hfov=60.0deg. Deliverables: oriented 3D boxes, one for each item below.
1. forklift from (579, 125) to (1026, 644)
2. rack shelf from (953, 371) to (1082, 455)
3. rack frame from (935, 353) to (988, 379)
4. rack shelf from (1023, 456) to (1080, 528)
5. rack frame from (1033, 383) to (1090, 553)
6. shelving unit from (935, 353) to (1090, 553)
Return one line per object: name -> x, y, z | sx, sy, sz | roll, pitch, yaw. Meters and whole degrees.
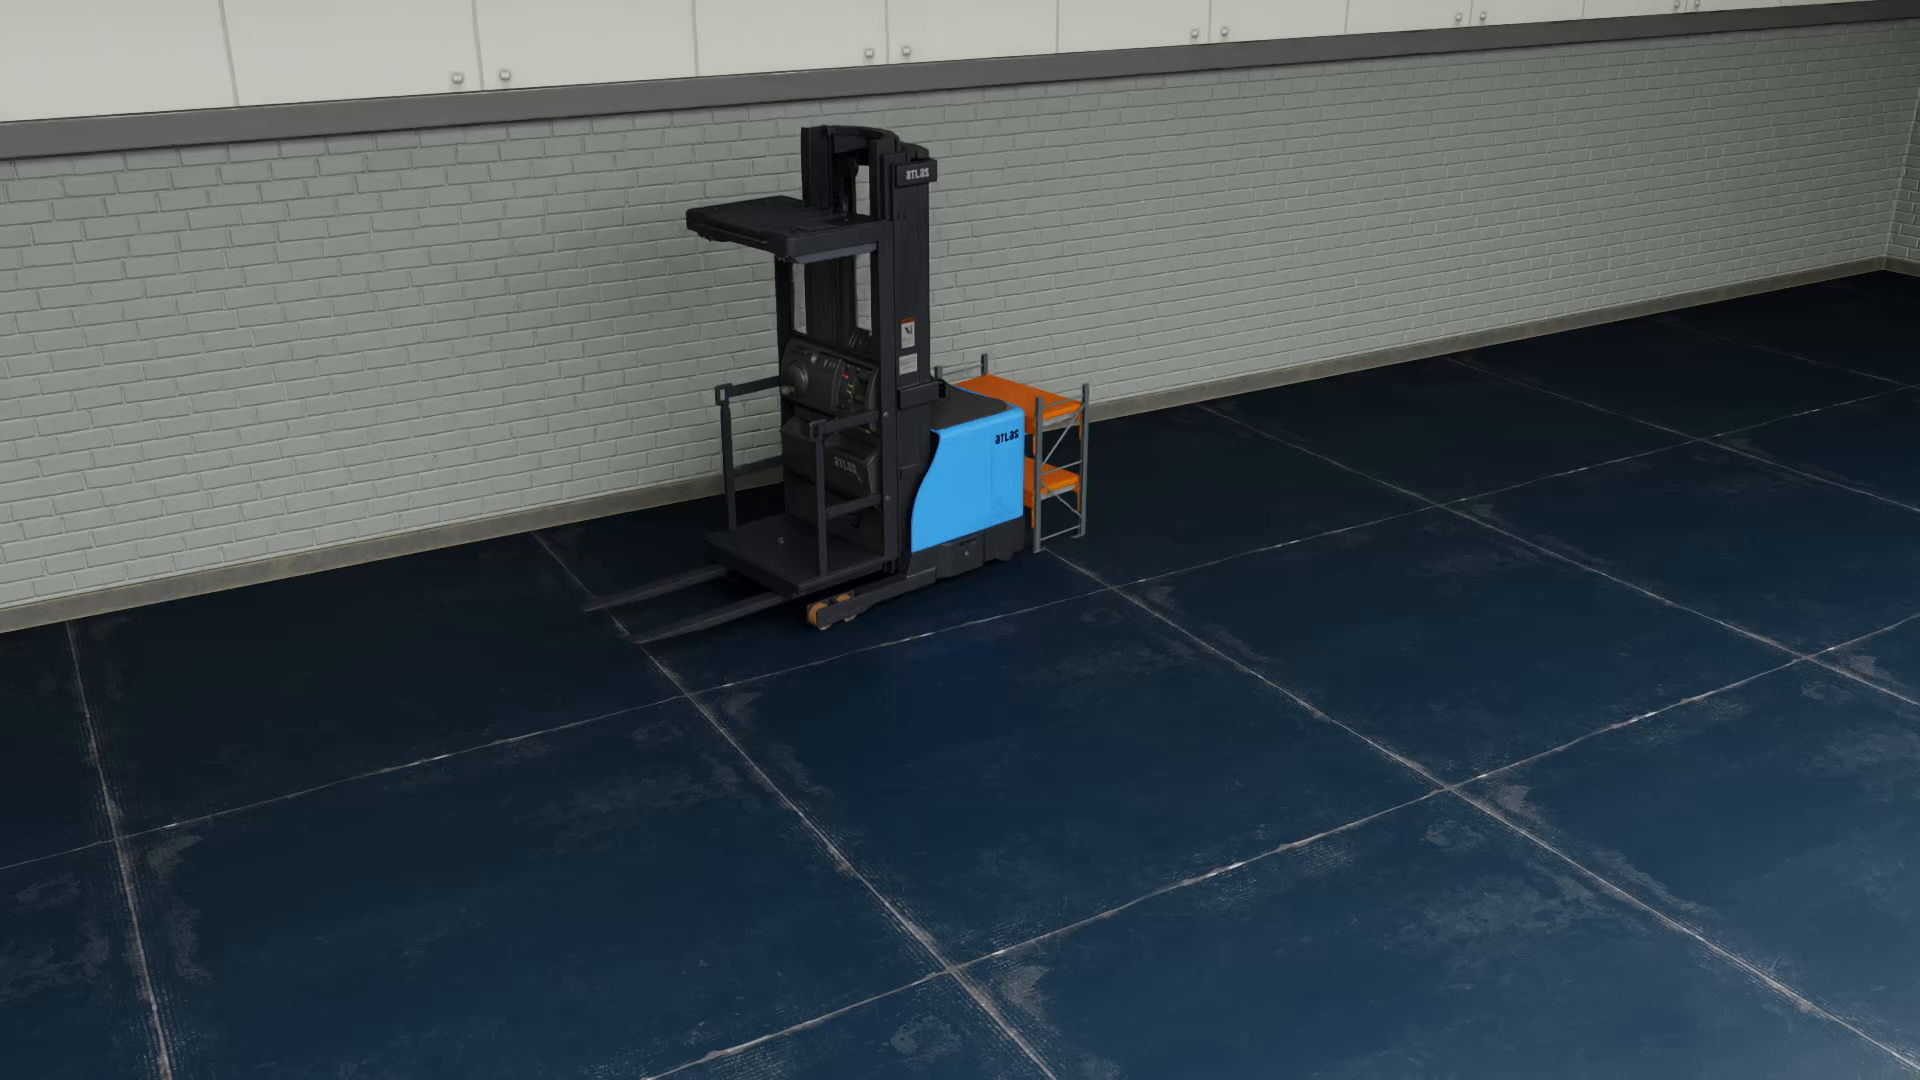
forklift -> -0.987, -1.018, 10.423 | 3.031, 2.935, 1.130 | -18, 29, -38
rack shelf -> 0.357, -0.911, 11.781 | 0.538, 0.278, 1.000 | -19, 29, -39
rack frame -> 0.012, -0.780, 12.238 | 0.500, 1.125, 0.032 | -19, 29, -39
rack shelf -> 0.357, -0.413, 11.983 | 0.538, 0.278, 1.000 | -19, 29, -39
rack frame -> 0.701, -0.499, 11.545 | 0.500, 1.125, 0.032 | -19, 29, -39
shelving unit -> 0.357, -0.640, 11.891 | 0.538, 1.125, 1.048 | -19, 29, -39
